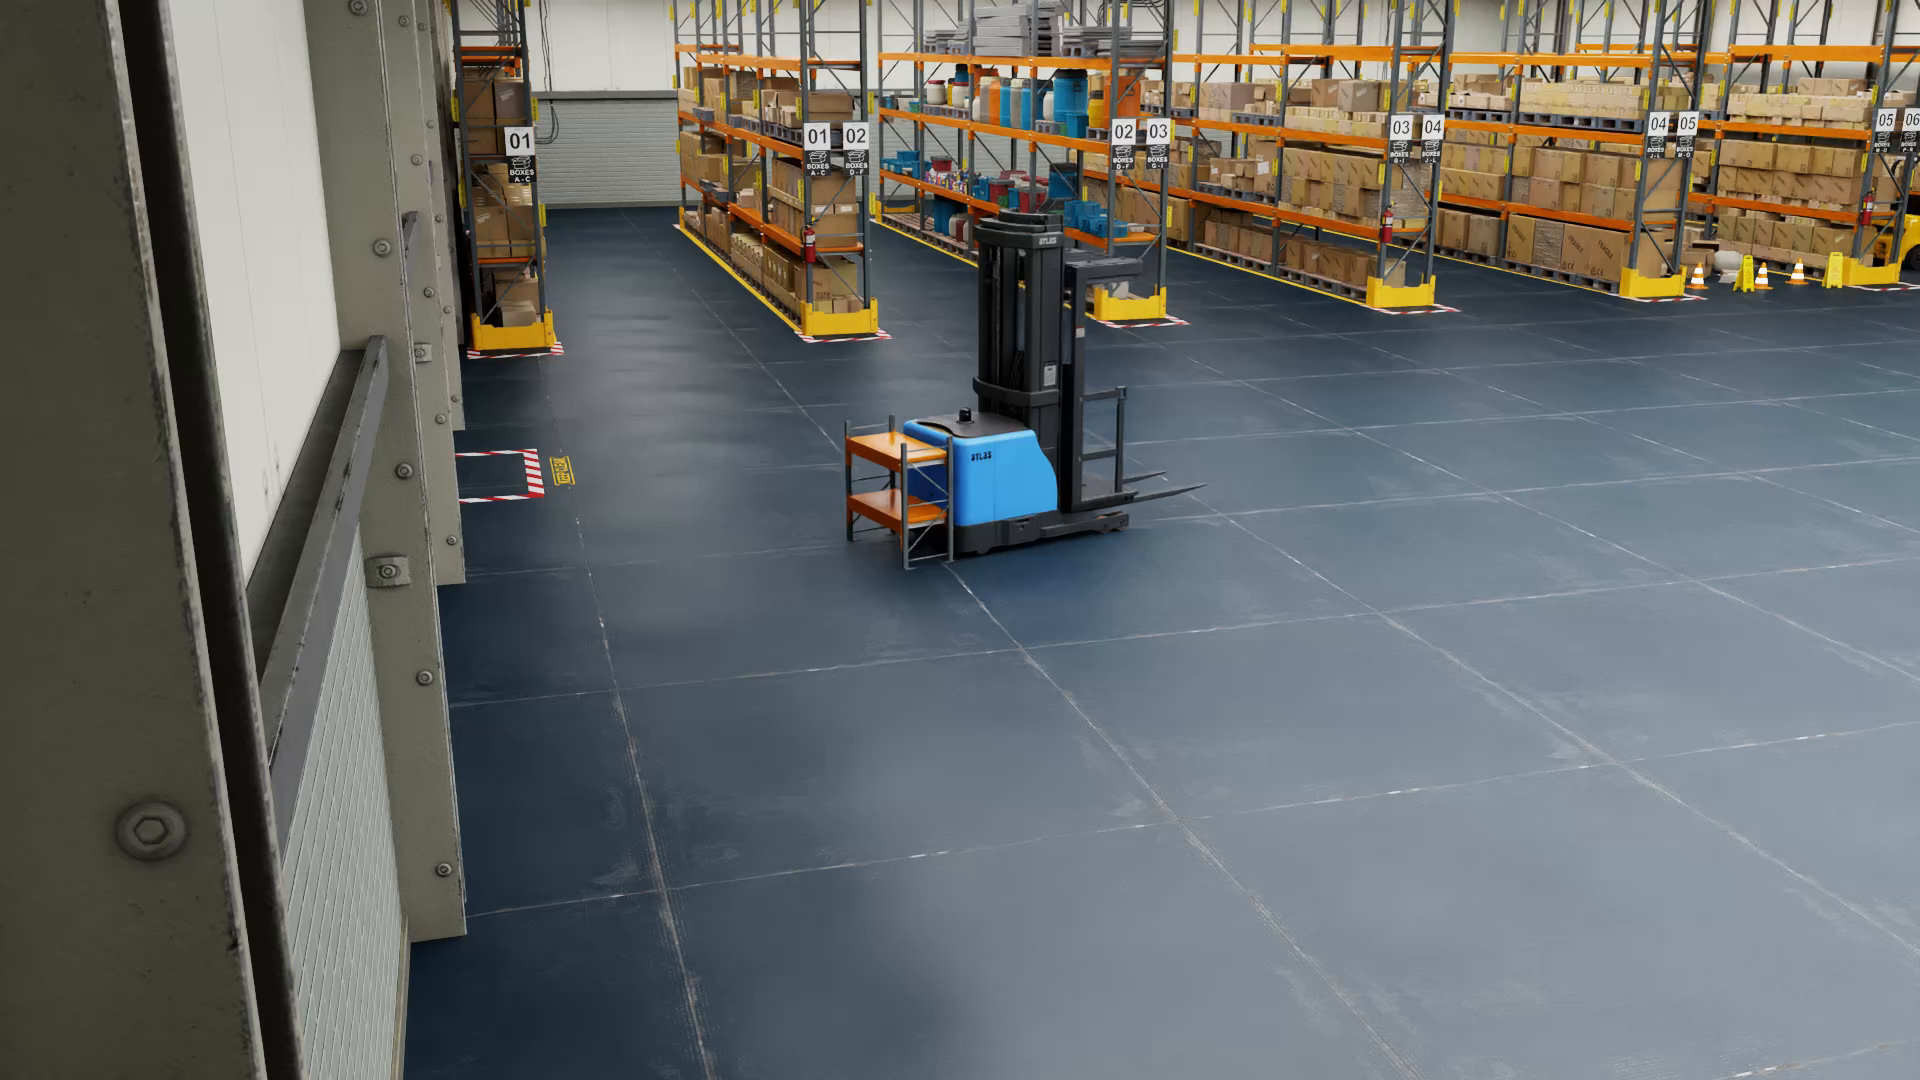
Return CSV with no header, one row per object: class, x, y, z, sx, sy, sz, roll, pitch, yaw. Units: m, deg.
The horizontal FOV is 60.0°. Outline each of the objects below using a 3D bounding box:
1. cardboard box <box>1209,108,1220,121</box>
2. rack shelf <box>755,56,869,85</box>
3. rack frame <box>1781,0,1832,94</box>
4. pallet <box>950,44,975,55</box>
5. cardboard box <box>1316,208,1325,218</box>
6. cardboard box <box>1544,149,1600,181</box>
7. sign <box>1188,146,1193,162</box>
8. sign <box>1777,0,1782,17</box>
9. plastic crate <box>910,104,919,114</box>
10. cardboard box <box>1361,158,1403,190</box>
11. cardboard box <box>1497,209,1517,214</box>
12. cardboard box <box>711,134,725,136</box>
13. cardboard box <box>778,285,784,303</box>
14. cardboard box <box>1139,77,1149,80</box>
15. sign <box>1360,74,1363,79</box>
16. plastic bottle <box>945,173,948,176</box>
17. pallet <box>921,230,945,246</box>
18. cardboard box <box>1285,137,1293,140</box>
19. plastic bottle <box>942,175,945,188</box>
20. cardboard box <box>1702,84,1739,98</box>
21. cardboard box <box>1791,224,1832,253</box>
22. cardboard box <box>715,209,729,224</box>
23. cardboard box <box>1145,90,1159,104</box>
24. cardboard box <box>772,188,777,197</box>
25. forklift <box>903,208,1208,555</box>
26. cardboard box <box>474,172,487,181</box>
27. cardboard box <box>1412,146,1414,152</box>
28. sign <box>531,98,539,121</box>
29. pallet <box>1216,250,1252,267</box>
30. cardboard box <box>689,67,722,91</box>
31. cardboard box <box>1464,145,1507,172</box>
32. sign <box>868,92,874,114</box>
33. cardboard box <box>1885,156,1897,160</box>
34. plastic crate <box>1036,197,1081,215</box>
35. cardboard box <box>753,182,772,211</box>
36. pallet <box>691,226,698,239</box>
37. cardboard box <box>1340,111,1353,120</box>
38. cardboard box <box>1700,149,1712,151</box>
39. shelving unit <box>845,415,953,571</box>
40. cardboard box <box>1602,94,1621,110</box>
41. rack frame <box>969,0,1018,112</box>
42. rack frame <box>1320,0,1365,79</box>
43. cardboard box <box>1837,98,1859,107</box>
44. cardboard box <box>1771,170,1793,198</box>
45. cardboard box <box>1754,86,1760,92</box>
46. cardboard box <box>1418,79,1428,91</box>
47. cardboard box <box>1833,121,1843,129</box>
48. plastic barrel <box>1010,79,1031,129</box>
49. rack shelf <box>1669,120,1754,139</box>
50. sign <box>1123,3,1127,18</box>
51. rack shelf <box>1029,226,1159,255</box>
cardboard box,5.459,-8.771,34.282,0.500,0.250,0.500,-4,17,-14
rack shelf,-2.443,-7.594,26.834,1.077,0.370,4.000,-5,17,-15
rack frame,19.734,-11.749,38.720,1.000,3.000,0.127,-5,17,-15
pallet,0.503,-10.100,34.255,1.213,0.211,1.003,-5,17,-15
cardboard box,6.728,-5.975,30.362,0.380,0.149,0.250,-5,17,-15
cardboard box,11.677,-7.137,31.659,0.875,0.550,0.550,-5,17,-15
sign,4.901,-8.208,35.349,0.100,0.325,0.005,-5,17,-15
sign,16.588,-10.772,33.706,0.100,0.325,0.005,-5,17,-15
plastic crate,-0.835,-9.842,37.954,0.450,0.188,0.662,-5,17,-15
cardboard box,7.244,-6.287,28.538,0.500,0.500,0.500,-5,17,-15
cardboard box,14.110,-8.607,41.652,0.875,0.875,0.875,-4,17,-14
cardboard box,-5.476,-9.130,38.518,0.500,0.500,0.500,-4,17,-14
cardboard box,-2.749,-4.127,27.823,0.500,0.250,0.500,-5,17,-15
cardboard box,4.062,-10.750,39.532,0.700,0.500,0.500,-6,18,-19
sign,9.664,-11.087,40.147,0.100,0.325,0.005,-5,17,-15
plastic bottle,-0.266,-7.952,36.723,0.152,0.276,0.135,-5,17,-15
pallet,-0.256,-6.861,37.724,1.003,0.211,1.213,-5,17,-15
cardboard box,8.468,-10.232,41.671,0.500,0.500,0.500,-4,17,-14
plastic bottle,-0.343,-7.839,36.356,0.097,0.271,0.097,0,17,0
cardboard box,15.780,-9.331,34.547,0.500,0.250,0.500,-4,17,-14
cardboard box,16.543,-5.857,32.282,0.500,0.500,0.500,-4,17,-13
cardboard box,-4.879,-6.827,35.040,0.500,0.250,0.500,-5,17,-16
cardboard box,4.550,-10.089,37.835,0.500,0.311,0.500,-5,18,-17
cardboard box,-3.036,-6.009,28.740,0.380,0.149,0.250,-4,17,-14
forklift,0.982,-1.579,15.411,3.031,2.935,1.130,-11,20,-32
cardboard box,-8.715,-6.653,31.246,0.700,0.500,0.500,-7,18,-22
cardboard box,12.620,-10.587,45.108,0.500,0.500,0.500,-5,17,-16
sign,-6.134,-6.209,23.972,0.100,0.325,0.005,-5,17,-15
pallet,5.979,-5.810,34.224,1.003,0.211,1.213,-5,17,-15
cardboard box,-5.790,-10.531,37.969,0.700,0.500,0.500,-5,17,-15
cardboard box,10.906,-7.902,34.430,0.700,0.500,0.500,-5,17,-15
sign,-1.358,-6.639,25.266,0.100,0.325,0.005,-5,17,-15
cardboard box,20.421,-8.346,36.520,0.380,0.149,0.250,-5,17,-15
plastic crate,1.793,-6.016,30.171,0.767,0.338,0.504,-5,17,-15
cardboard box,-3.615,-6.501,31.505,0.500,0.500,0.500,-6,18,-18
pallet,-5.718,-7.215,38.903,1.003,0.211,1.213,-5,17,-15
cardboard box,6.906,-7.454,29.204,0.380,0.149,0.250,-6,18,-18
cardboard box,16.070,-8.058,35.440,0.500,0.500,0.500,-5,17,-15
shelving unit,-0.547,-0.438,14.754,0.538,1.125,1.048,-10,19,-30
cardboard box,11.889,-7.858,29.821,0.500,0.250,0.500,-5,17,-15
rack frame,0.672,-10.180,33.498,1.000,3.000,0.127,-5,17,-15
rack frame,9.131,-12.042,39.697,1.000,3.000,0.127,-5,17,-15
cardboard box,16.662,-8.181,31.107,0.380,0.149,0.250,-5,17,-16
cardboard box,16.358,-7.007,32.672,0.500,0.500,0.500,-4,17,-15
cardboard box,19.263,-10.796,39.813,0.380,0.149,0.250,-5,18,-17
cardboard box,10.243,-10.190,37.241,0.396,0.266,0.258,-5,17,-15
cardboard box,16.654,-7.804,31.240,0.380,0.149,0.250,-4,17,-14
plastic barrel,1.243,-8.181,31.187,0.600,0.901,0.600,0,17,0
rack shelf,15.512,-9.021,36.103,1.077,0.370,4.000,-5,17,-15
sign,3.794,-12.164,38.204,0.100,0.325,0.005,-5,17,-15
rack shelf,2.321,-5.303,28.939,1.077,0.370,4.000,-5,17,-15
